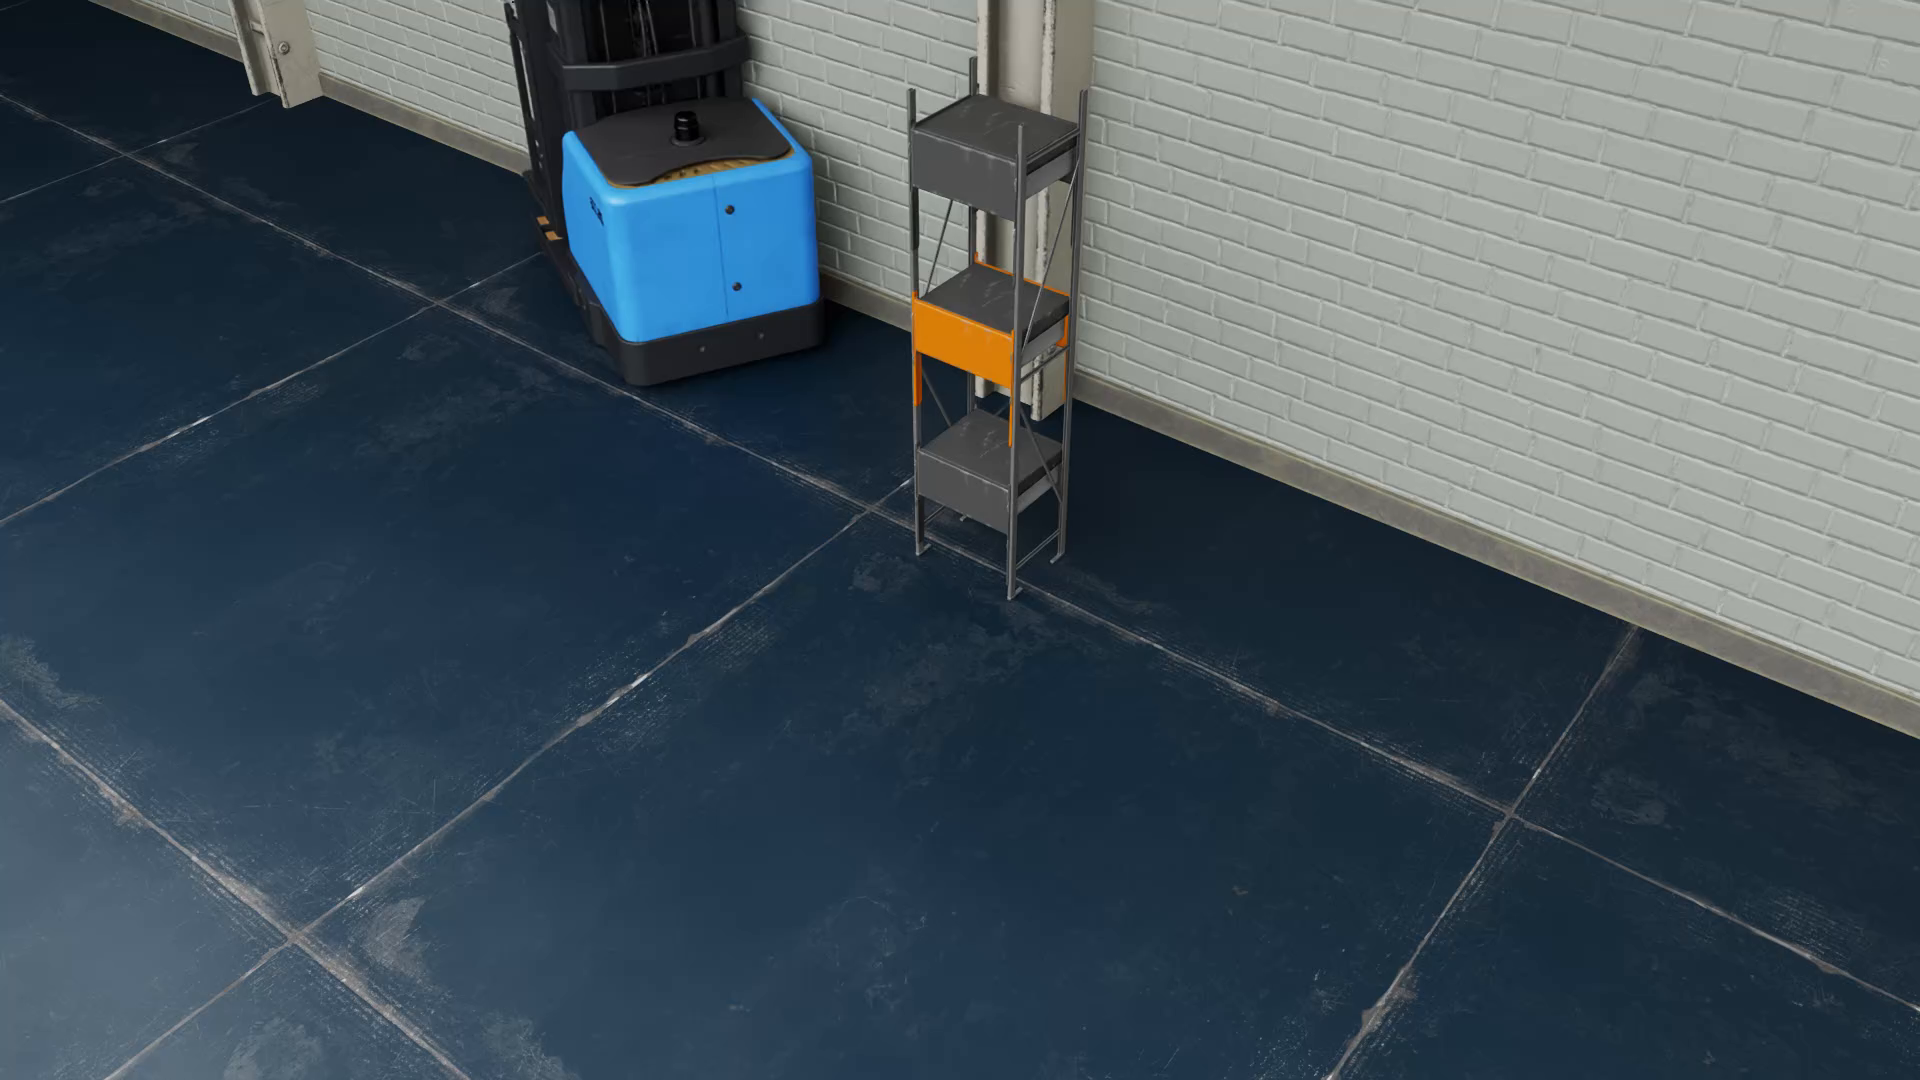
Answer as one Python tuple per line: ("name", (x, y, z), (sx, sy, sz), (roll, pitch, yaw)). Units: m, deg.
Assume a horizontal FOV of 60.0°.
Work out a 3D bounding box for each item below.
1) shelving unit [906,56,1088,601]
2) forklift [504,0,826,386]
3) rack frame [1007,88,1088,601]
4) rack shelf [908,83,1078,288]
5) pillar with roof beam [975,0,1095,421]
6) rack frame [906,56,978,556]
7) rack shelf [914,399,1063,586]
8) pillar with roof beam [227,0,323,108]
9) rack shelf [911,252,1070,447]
("shelving unit", (0.131, -0.765, 6.524), (0.503, 2.100, 0.431), (25, 45, 29))
("forklift", (-1.760, -2.807, 8.458), (1.130, 2.935, 3.031), (-16, 41, -19))
("rack frame", (0.325, -0.673, 6.407), (0.015, 2.100, 0.400), (25, 45, 29))
("rack shelf", (0.131, -1.305, 6.100), (0.480, 0.518, 0.431), (25, 45, 29))
("pillar with roof beam", (-2.298, -2.152, 2.699), (0.400, 9.000, 9.100), (25, 45, 29))
("rack frame", (-0.062, -0.856, 6.640), (0.015, 2.100, 0.400), (25, 45, 29))
("rack shelf", (0.131, -0.203, 6.963), (0.480, 0.518, 0.431), (25, 45, 29))
("pillar with roof beam", (-7.063, -4.399, 5.569), (0.400, 9.000, 9.100), (25, 45, 29))
("rack shelf", (0.131, -0.754, 6.532), (0.480, 0.518, 0.431), (25, 45, 29))
